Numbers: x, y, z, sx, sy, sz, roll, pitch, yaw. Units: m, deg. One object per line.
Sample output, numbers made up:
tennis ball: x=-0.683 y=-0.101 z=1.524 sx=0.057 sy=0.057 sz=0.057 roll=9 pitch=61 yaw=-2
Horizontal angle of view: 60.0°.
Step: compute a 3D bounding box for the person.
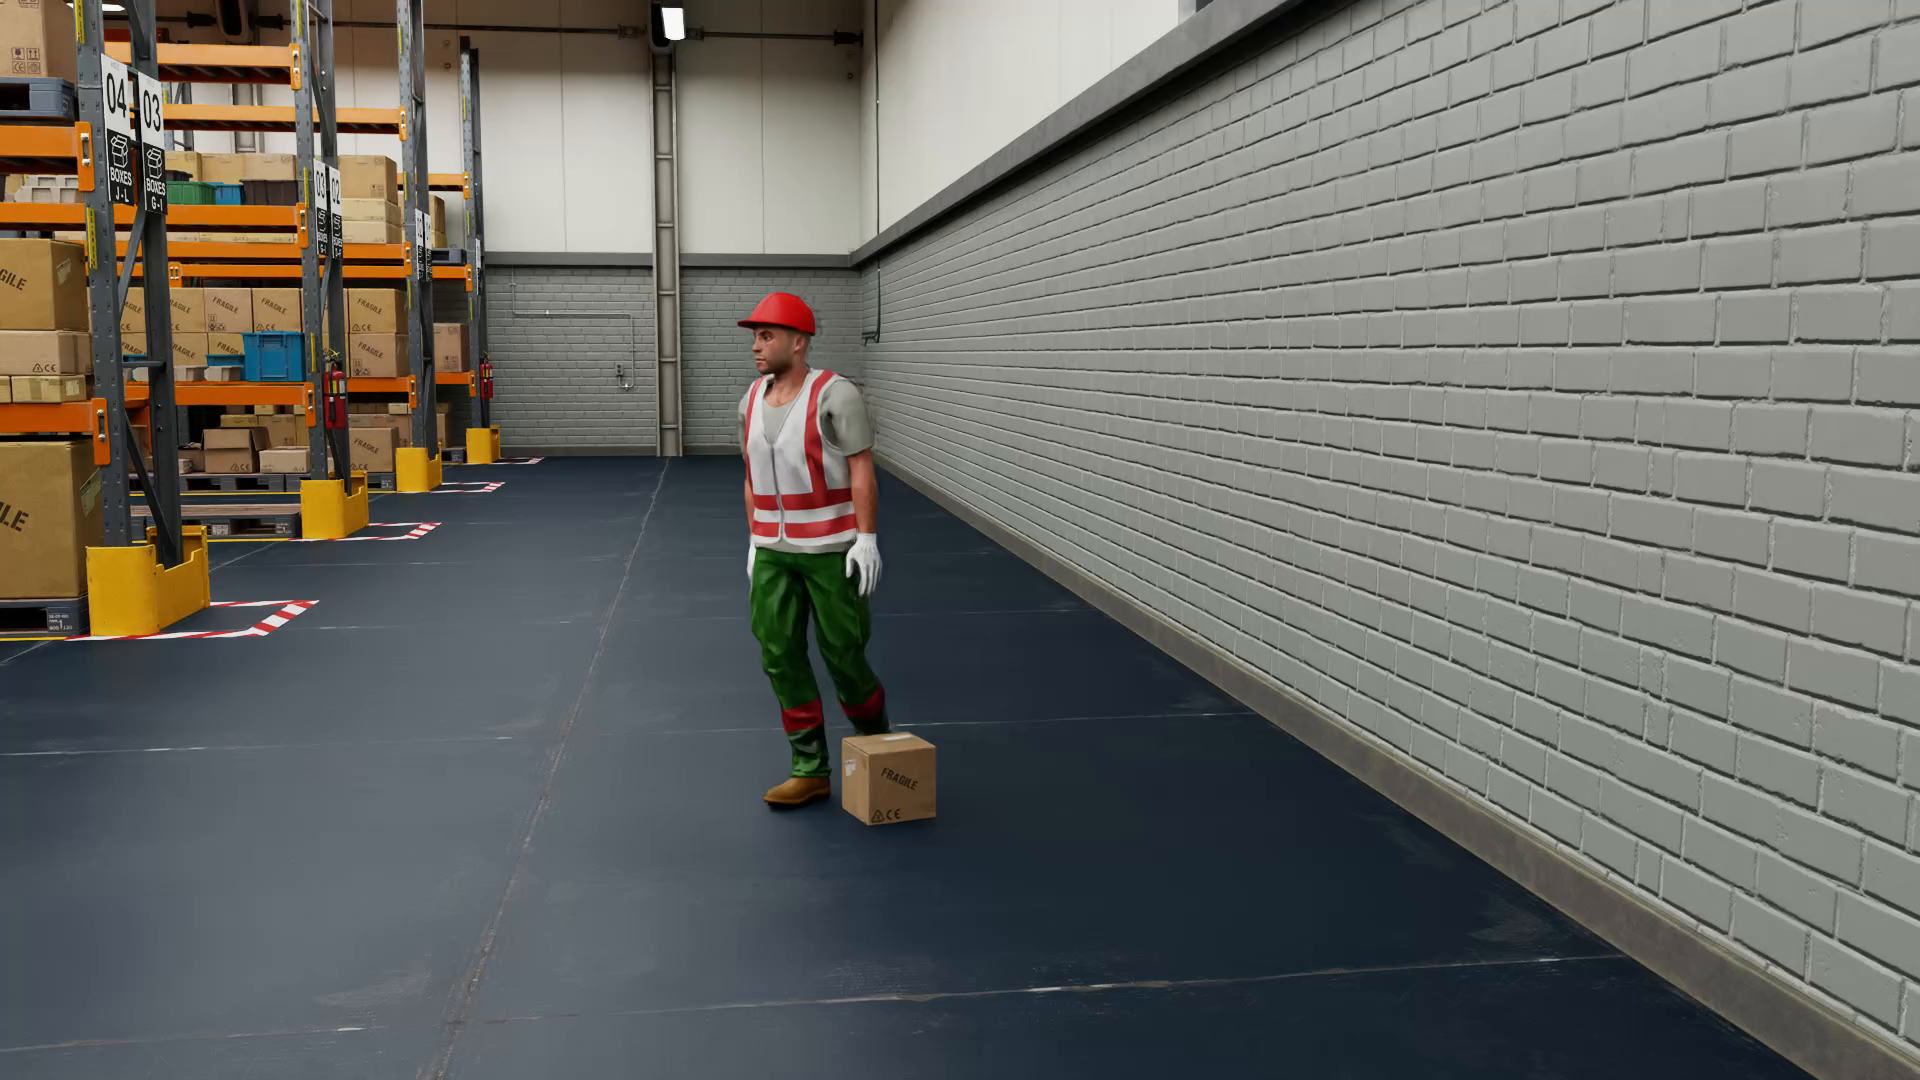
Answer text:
person: x=-0.495 y=0.029 z=5.856 sx=0.579 sy=1.778 sz=0.578 roll=3 pitch=7 yaw=28
